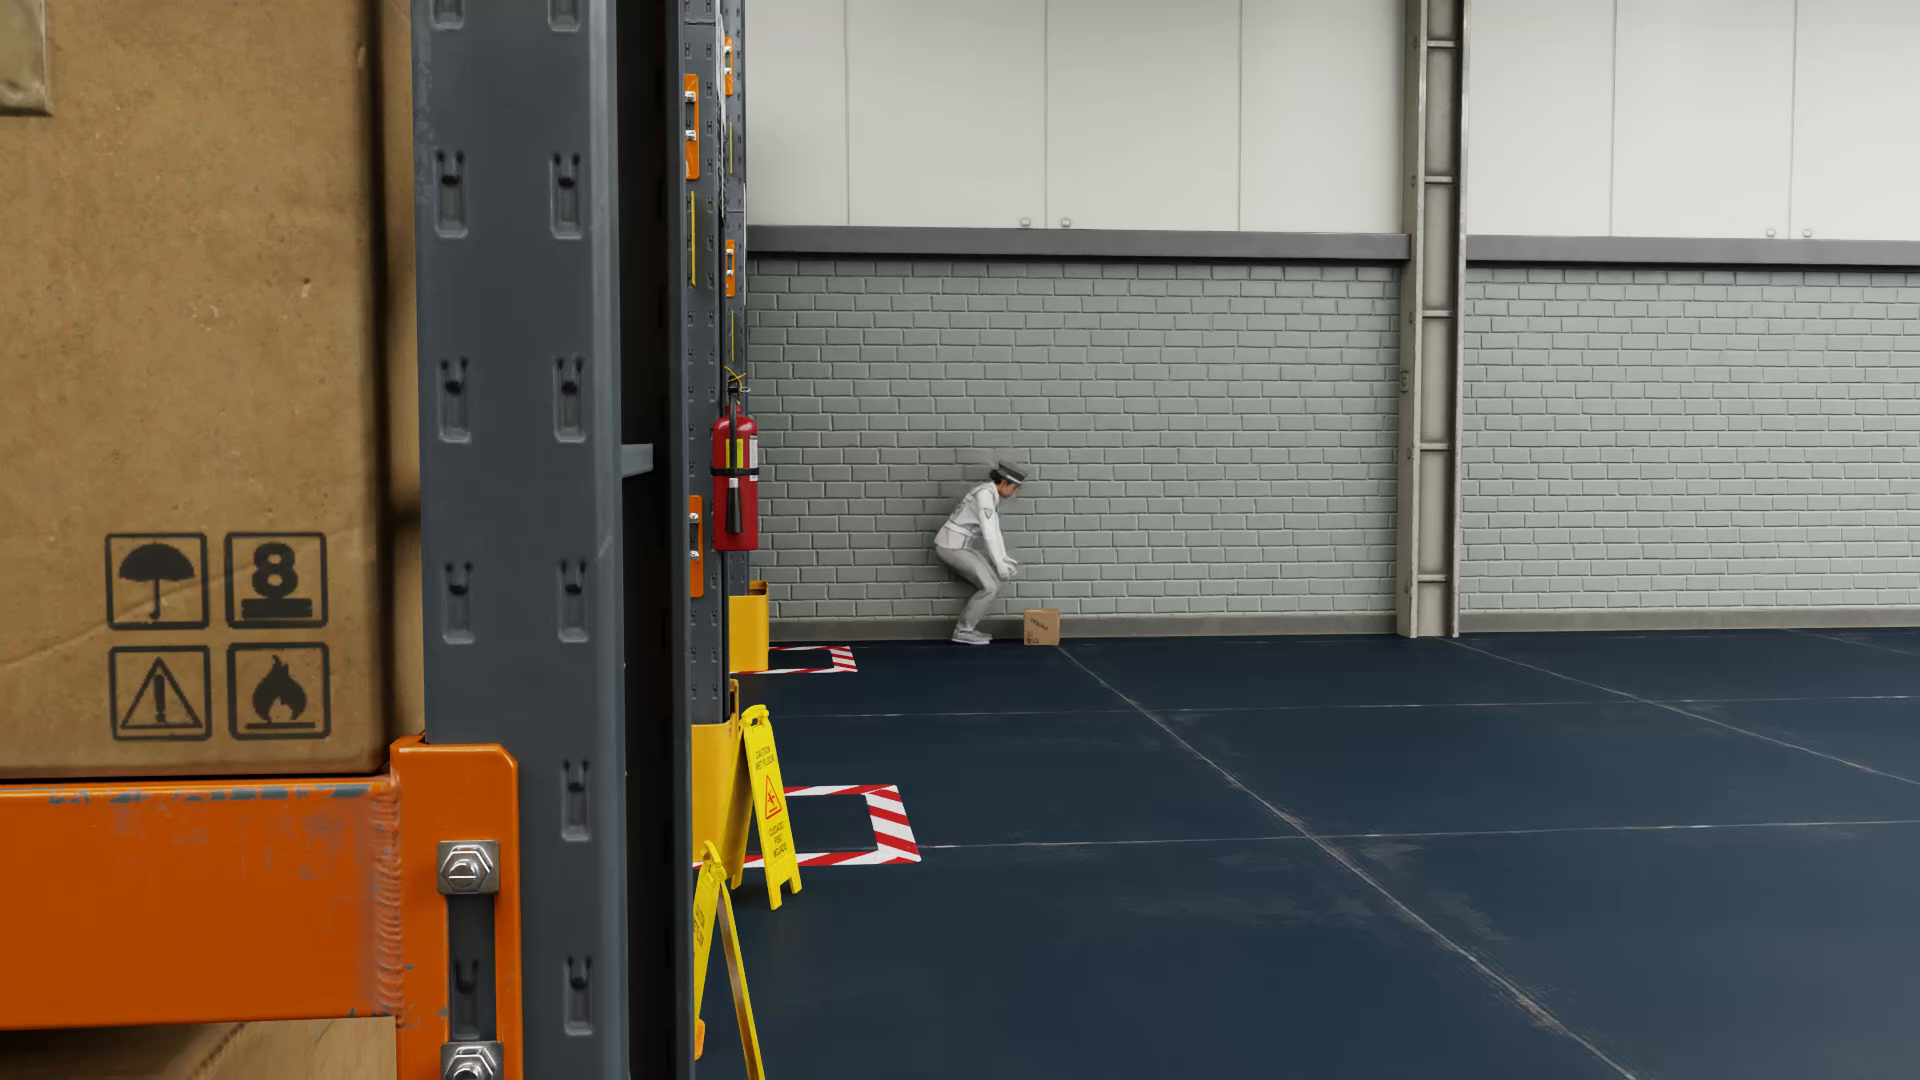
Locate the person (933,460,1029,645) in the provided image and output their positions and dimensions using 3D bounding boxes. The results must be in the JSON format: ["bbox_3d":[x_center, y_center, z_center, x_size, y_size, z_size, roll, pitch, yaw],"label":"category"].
[{"bbox_3d":[0.161,0.089,12.523,0.709,1.375,0.535,0,4,7],"label":"person"}]
